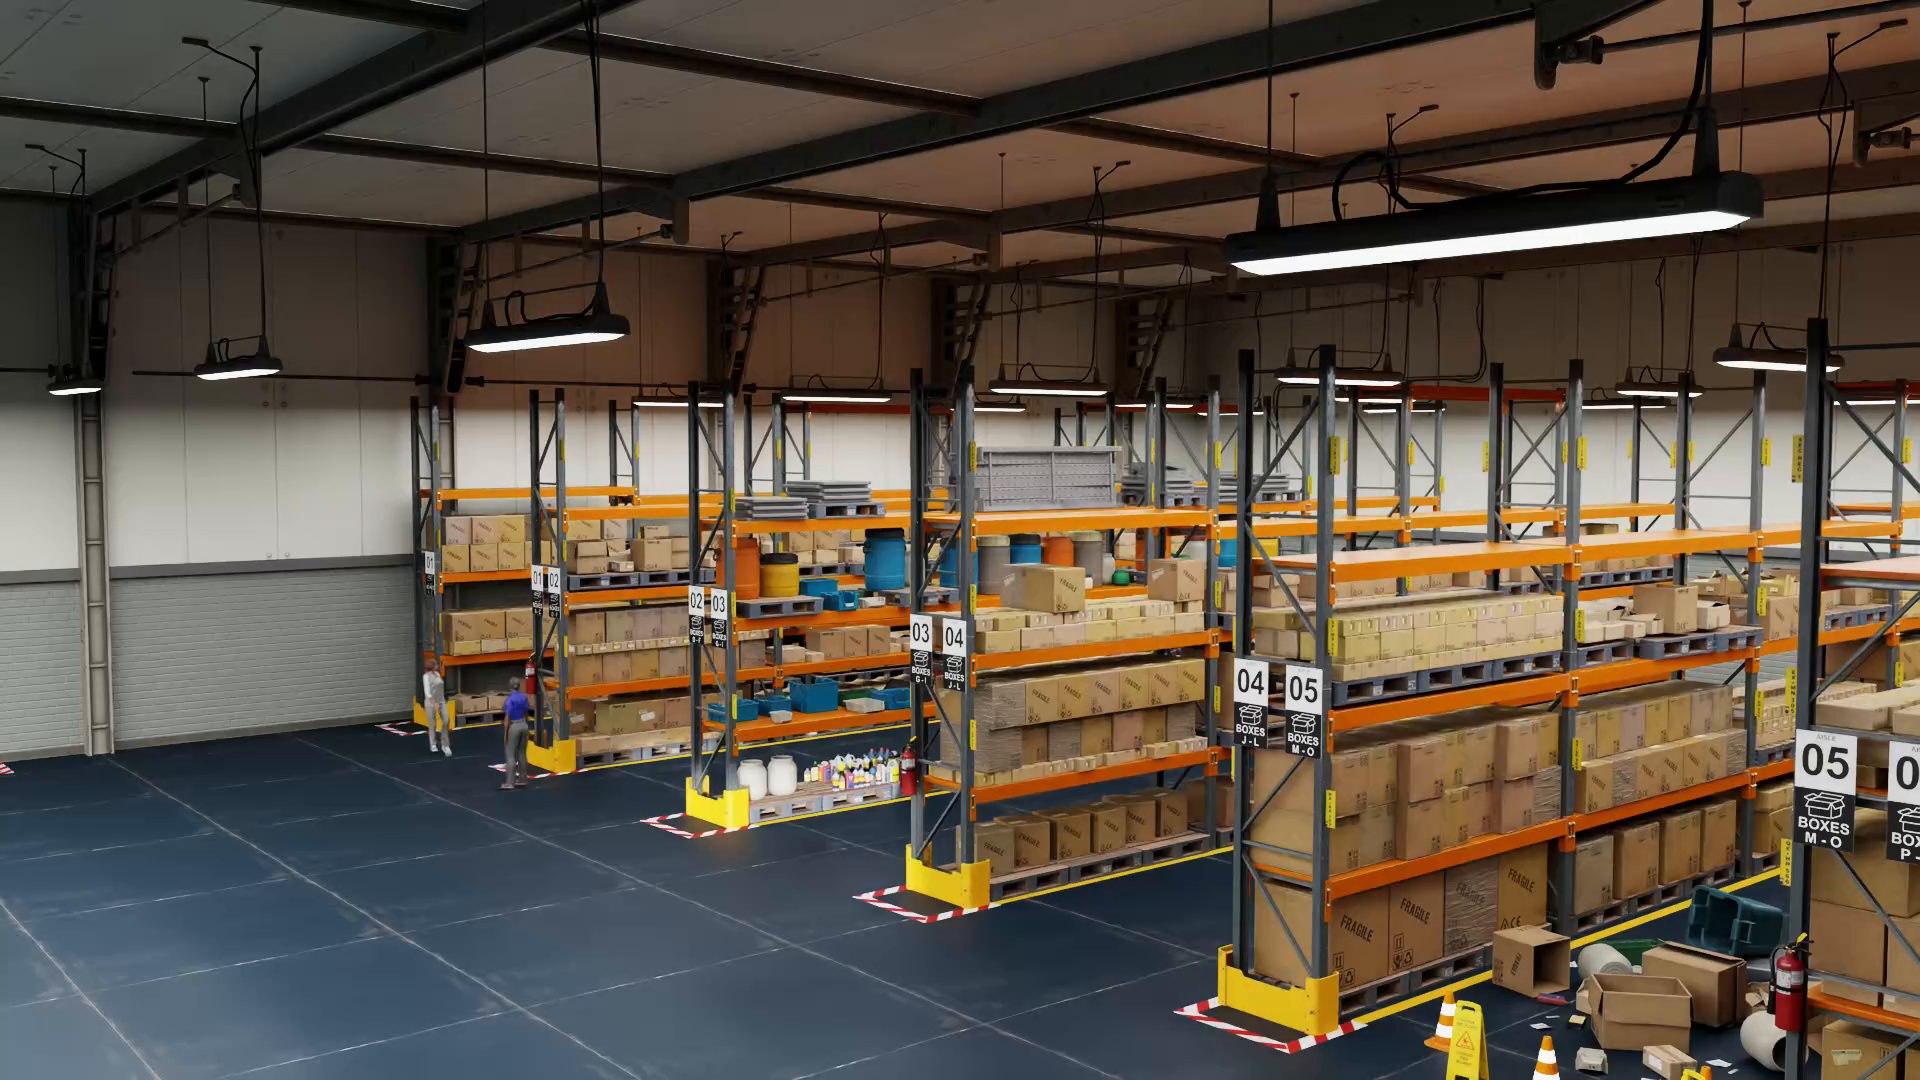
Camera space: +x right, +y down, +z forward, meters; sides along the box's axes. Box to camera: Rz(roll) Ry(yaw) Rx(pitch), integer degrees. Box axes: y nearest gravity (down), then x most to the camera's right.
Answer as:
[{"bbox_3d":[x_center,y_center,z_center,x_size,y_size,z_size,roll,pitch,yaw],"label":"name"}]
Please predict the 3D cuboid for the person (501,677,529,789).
[{"bbox_3d":[-6.661,2.863,24.826,0.405,1.663,0.490,2,4,27],"label":"person"}]

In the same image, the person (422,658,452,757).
[{"bbox_3d":[-8.666,2.756,27.442,0.401,1.600,0.592,-2,4,-32],"label":"person"}]
